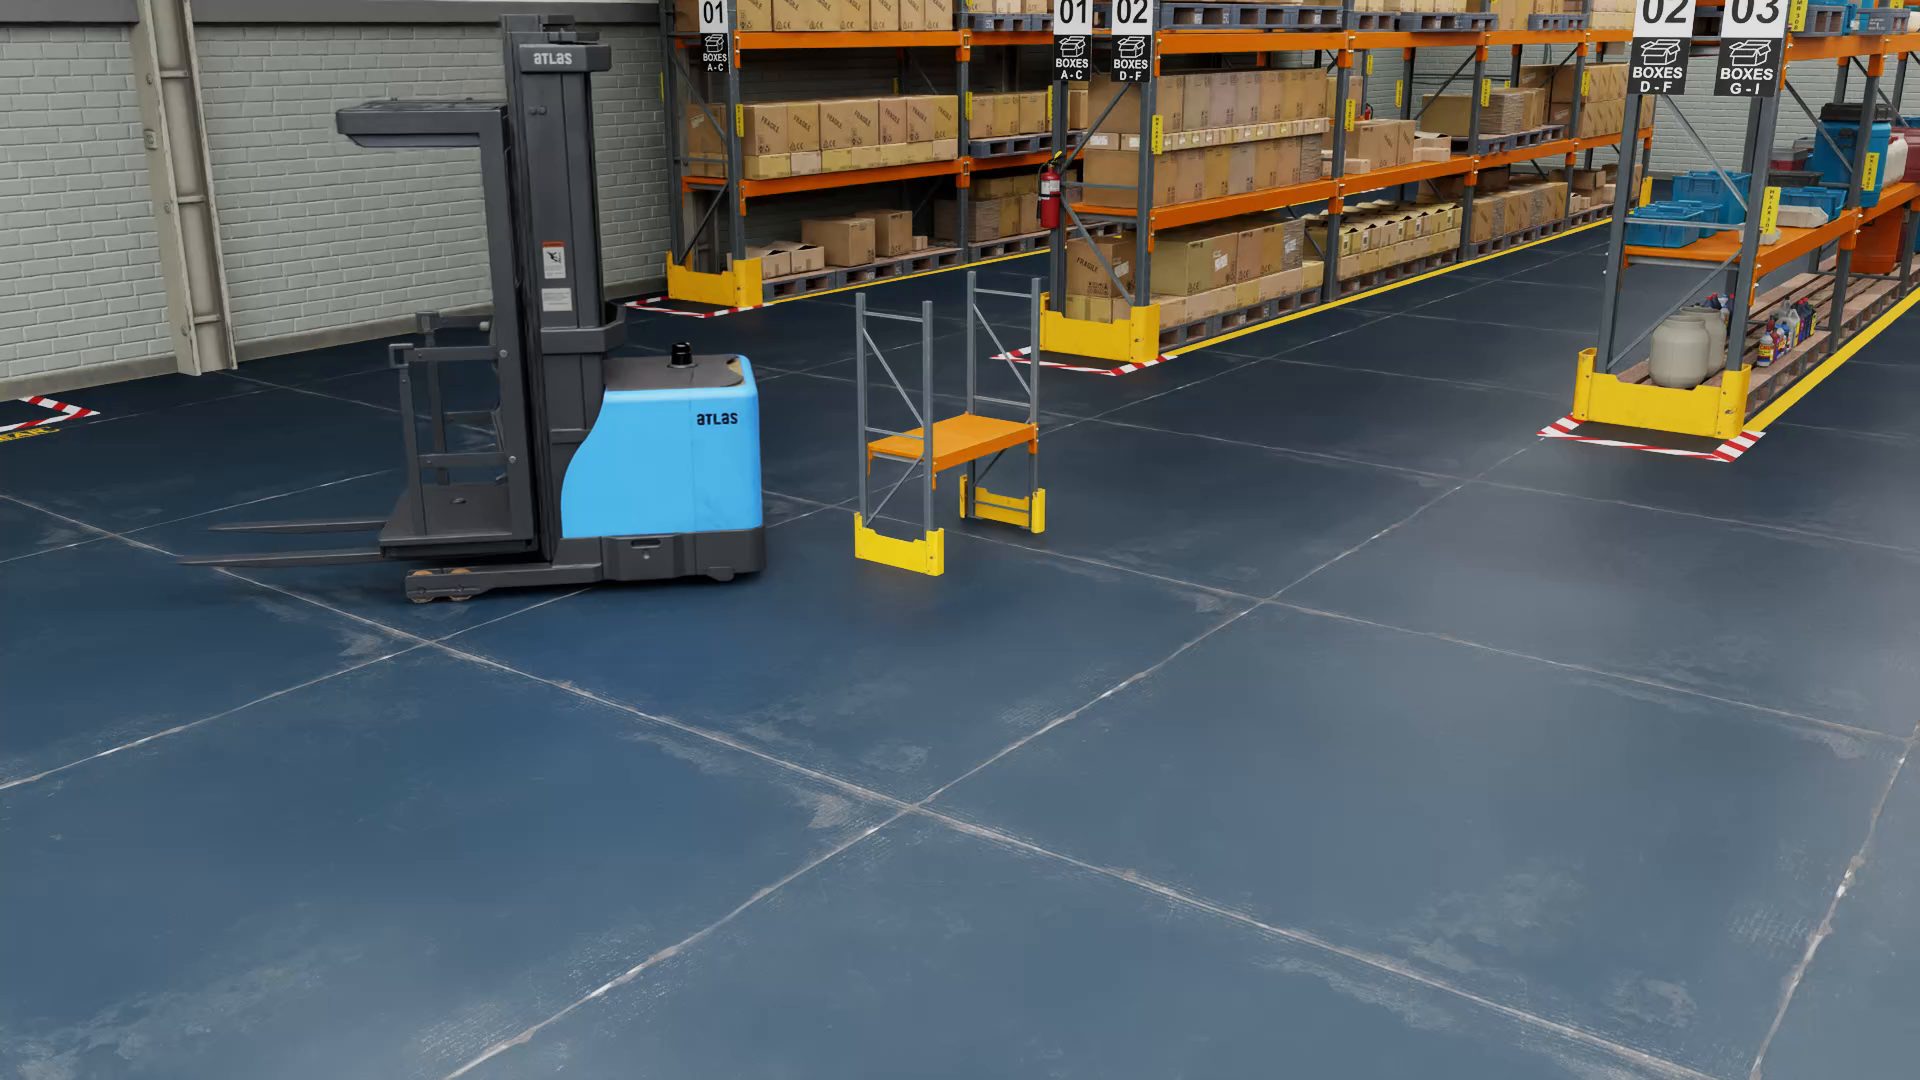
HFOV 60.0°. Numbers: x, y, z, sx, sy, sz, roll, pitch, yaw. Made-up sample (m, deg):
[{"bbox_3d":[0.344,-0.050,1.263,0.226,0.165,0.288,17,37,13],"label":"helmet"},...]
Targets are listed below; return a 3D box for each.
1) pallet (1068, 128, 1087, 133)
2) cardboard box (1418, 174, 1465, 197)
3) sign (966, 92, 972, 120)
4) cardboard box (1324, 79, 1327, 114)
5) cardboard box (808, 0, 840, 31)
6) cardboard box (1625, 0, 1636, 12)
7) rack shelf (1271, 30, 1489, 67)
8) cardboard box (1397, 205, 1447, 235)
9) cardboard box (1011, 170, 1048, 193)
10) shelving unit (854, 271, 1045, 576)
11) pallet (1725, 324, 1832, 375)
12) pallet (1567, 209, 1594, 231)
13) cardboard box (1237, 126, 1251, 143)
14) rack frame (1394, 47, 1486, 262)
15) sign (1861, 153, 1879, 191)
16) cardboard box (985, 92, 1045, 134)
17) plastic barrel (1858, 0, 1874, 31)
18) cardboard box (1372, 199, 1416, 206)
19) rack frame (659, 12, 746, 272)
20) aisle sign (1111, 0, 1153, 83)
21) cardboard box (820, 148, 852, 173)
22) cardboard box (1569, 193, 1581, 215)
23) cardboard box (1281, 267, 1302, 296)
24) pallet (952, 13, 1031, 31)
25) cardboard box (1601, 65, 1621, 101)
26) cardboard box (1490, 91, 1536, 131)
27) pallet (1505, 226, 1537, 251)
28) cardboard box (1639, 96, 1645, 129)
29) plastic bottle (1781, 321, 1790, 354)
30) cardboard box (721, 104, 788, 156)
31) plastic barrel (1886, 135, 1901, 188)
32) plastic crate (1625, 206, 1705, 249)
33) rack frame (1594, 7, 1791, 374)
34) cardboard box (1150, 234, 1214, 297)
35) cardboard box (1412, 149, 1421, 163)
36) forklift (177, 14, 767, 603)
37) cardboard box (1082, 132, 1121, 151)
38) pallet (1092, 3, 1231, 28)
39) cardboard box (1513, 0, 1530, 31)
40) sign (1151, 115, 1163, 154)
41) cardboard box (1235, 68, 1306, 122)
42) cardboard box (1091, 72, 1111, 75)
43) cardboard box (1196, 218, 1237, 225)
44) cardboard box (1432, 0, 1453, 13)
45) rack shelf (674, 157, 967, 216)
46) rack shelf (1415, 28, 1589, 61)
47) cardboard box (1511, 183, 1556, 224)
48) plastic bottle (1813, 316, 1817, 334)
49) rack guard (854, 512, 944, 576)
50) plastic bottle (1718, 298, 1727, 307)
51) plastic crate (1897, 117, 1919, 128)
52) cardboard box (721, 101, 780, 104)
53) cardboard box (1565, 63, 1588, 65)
[{"bbox_3d":[1.709,-5.651,23.207,1.213,0.211,1.003,12,21,35],"label":"pallet"},{"bbox_3d":[6.427,-4.710,22.061,0.500,0.250,0.500,13,22,37],"label":"cardboard box"},{"bbox_3d":[0.105,-5.298,20.287,0.100,0.325,0.005,12,21,35],"label":"sign"},{"bbox_3d":[5.632,-7.502,28.337,0.980,0.700,0.700,11,20,32],"label":"cardboard box"},{"bbox_3d":[-1.664,-5.797,18.094,0.500,0.500,0.500,14,22,37],"label":"cardboard box"},{"bbox_3d":[9.802,-8.037,24.918,0.500,0.250,0.500,12,21,35],"label":"cardboard box"},{"bbox_3d":[4.837,-5.670,19.098,1.077,0.370,4.000,12,21,35],"label":"rack shelf"},{"bbox_3d":[5.610,-3.919,20.288,0.500,0.311,0.500,12,21,34],"label":"cardboard box"},{"bbox_3d":[0.968,-4.877,22.600,0.500,0.250,0.500,12,21,34],"label":"cardboard box"},{"bbox_3d":[-0.045,-0.698,9.463,0.587,1.500,1.083,12,21,35],"label":"shelving unit"},{"bbox_3d":[7.187,-1.744,15.003,1.003,0.211,1.213,12,21,35],"label":"pallet"},{"bbox_3d":[8.822,-4.841,24.978,1.003,0.211,1.213,12,21,35],"label":"pallet"},{"bbox_3d":[2.585,-3.930,16.080,0.380,0.149,0.250,13,21,35],"label":"cardboard box"},{"bbox_3d":[6.028,-5.057,20.970,1.000,3.000,0.127,12,21,35],"label":"rack frame"},{"bbox_3d":[8.056,-3.260,14.718,0.100,0.325,0.005,12,21,35],"label":"sign"},{"bbox_3d":[0.701,-5.646,21.956,0.700,0.500,0.500,16,24,42],"label":"cardboard box"},{"bbox_3d":[8.529,-5.371,16.078,0.600,0.901,0.708,12,21,35],"label":"plastic barrel"},{"bbox_3d":[5.480,-4.139,20.998,0.500,0.311,0.500,13,22,37],"label":"cardboard box"},{"bbox_3d":[-2.719,-4.026,17.650,1.000,3.000,0.127,12,21,35],"label":"rack frame"},{"bbox_3d":[1.468,-4.323,14.224,0.394,0.787,0.004,12,21,35],"label":"aisle sign"},{"bbox_3d":[-1.567,-4.271,18.657,0.500,0.250,0.500,12,21,34],"label":"cardboard box"},{"bbox_3d":[8.835,-4.997,24.571,0.500,0.311,0.500,12,21,35],"label":"cardboard box"},{"bbox_3d":[3.238,-2.725,17.390,0.500,0.250,0.500,12,21,35],"label":"cardboard box"},{"bbox_3d":[0.118,-6.450,20.714,1.213,0.211,1.003,12,21,35],"label":"pallet"},{"bbox_3d":[9.532,-6.843,24.866,0.500,0.500,0.500,12,21,33],"label":"cardboard box"},{"bbox_3d":[7.408,-5.826,22.571,0.700,0.500,0.500,7,19,21],"label":"cardboard box"},{"bbox_3d":[7.231,-4.186,22.867,1.003,0.211,1.213,12,21,35],"label":"pallet"},{"bbox_3d":[10.440,-6.731,26.193,0.500,0.500,0.500,13,21,35],"label":"cardboard box"},{"bbox_3d":[6.953,-1.713,14.061,0.097,0.271,0.097,0,17,0],"label":"plastic bottle"},{"bbox_3d":[-2.193,-4.383,17.754,0.500,0.500,0.500,12,21,35],"label":"cardboard box"},{"bbox_3d":[9.312,-3.851,16.899,0.421,0.512,0.421,0,17,0],"label":"plastic barrel"},{"bbox_3d":[5.295,-2.376,12.589,0.499,0.251,0.616,12,21,35],"label":"plastic crate"},{"bbox_3d":[5.237,-2.275,12.013,1.000,3.000,0.127,12,21,35],"label":"rack frame"},{"bbox_3d":[2.056,-2.605,15.738,0.500,0.500,0.500,12,21,35],"label":"cardboard box"},{"bbox_3d":[5.314,-4.623,19.997,0.380,0.149,0.250,14,22,39],"label":"cardboard box"},{"bbox_3d":[-2.618,-1.240,8.795,3.031,2.935,1.130,-3,17,-9],"label":"forklift"},{"bbox_3d":[1.336,-3.634,15.125,0.380,0.149,0.250,12,21,34],"label":"cardboard box"},{"bbox_3d":[1.704,-4.706,14.930,1.003,0.211,1.213,12,21,35],"label":"pallet"},{"bbox_3d":[6.875,-6.892,21.654,0.910,0.500,0.500,12,21,35],"label":"cardboard box"},{"bbox_3d":[1.704,-3.503,14.374,0.100,0.325,0.005,12,21,35],"label":"sign"},{"bbox_3d":[3.086,-4.544,16.963,0.700,0.500,0.500,12,21,35],"label":"cardboard box"},{"bbox_3d":[2.110,-6.643,24.108,0.500,0.250,0.500,13,22,36],"label":"cardboard box"},{"bbox_3d":[2.521,-3.056,17.192,0.500,0.500,0.500,12,21,35],"label":"cardboard box"},{"bbox_3d":[5.505,-6.372,19.693,0.500,0.250,0.500,13,22,36],"label":"cardboard box"},{"bbox_3d":[-1.527,-4.159,19.291,1.077,0.370,4.000,12,21,35],"label":"rack shelf"},{"bbox_3d":[7.220,-6.622,22.166,1.077,0.370,4.000,12,21,35],"label":"rack shelf"},{"bbox_3d":[8.046,-4.742,23.428,0.500,0.500,0.500,13,21,35],"label":"cardboard box"},{"bbox_3d":[7.655,-1.960,14.975,0.097,0.201,0.097,0,17,0],"label":"plastic bottle"},{"bbox_3d":[-0.342,0.017,9.266,0.587,0.250,0.087,12,21,35],"label":"rack guard"},{"bbox_3d":[6.908,-2.057,15.161,0.152,0.276,0.135,13,22,37],"label":"plastic bottle"},{"bbox_3d":[12.392,-5.326,21.762,0.392,0.384,0.575,12,21,35],"label":"plastic crate"},{"bbox_3d":[-2.301,-4.590,18.421,0.500,0.500,0.500,13,21,35],"label":"cardboard box"},{"bbox_3d":[9.409,-7.063,25.576,0.500,0.500,0.500,12,21,34],"label":"cardboard box"}]
